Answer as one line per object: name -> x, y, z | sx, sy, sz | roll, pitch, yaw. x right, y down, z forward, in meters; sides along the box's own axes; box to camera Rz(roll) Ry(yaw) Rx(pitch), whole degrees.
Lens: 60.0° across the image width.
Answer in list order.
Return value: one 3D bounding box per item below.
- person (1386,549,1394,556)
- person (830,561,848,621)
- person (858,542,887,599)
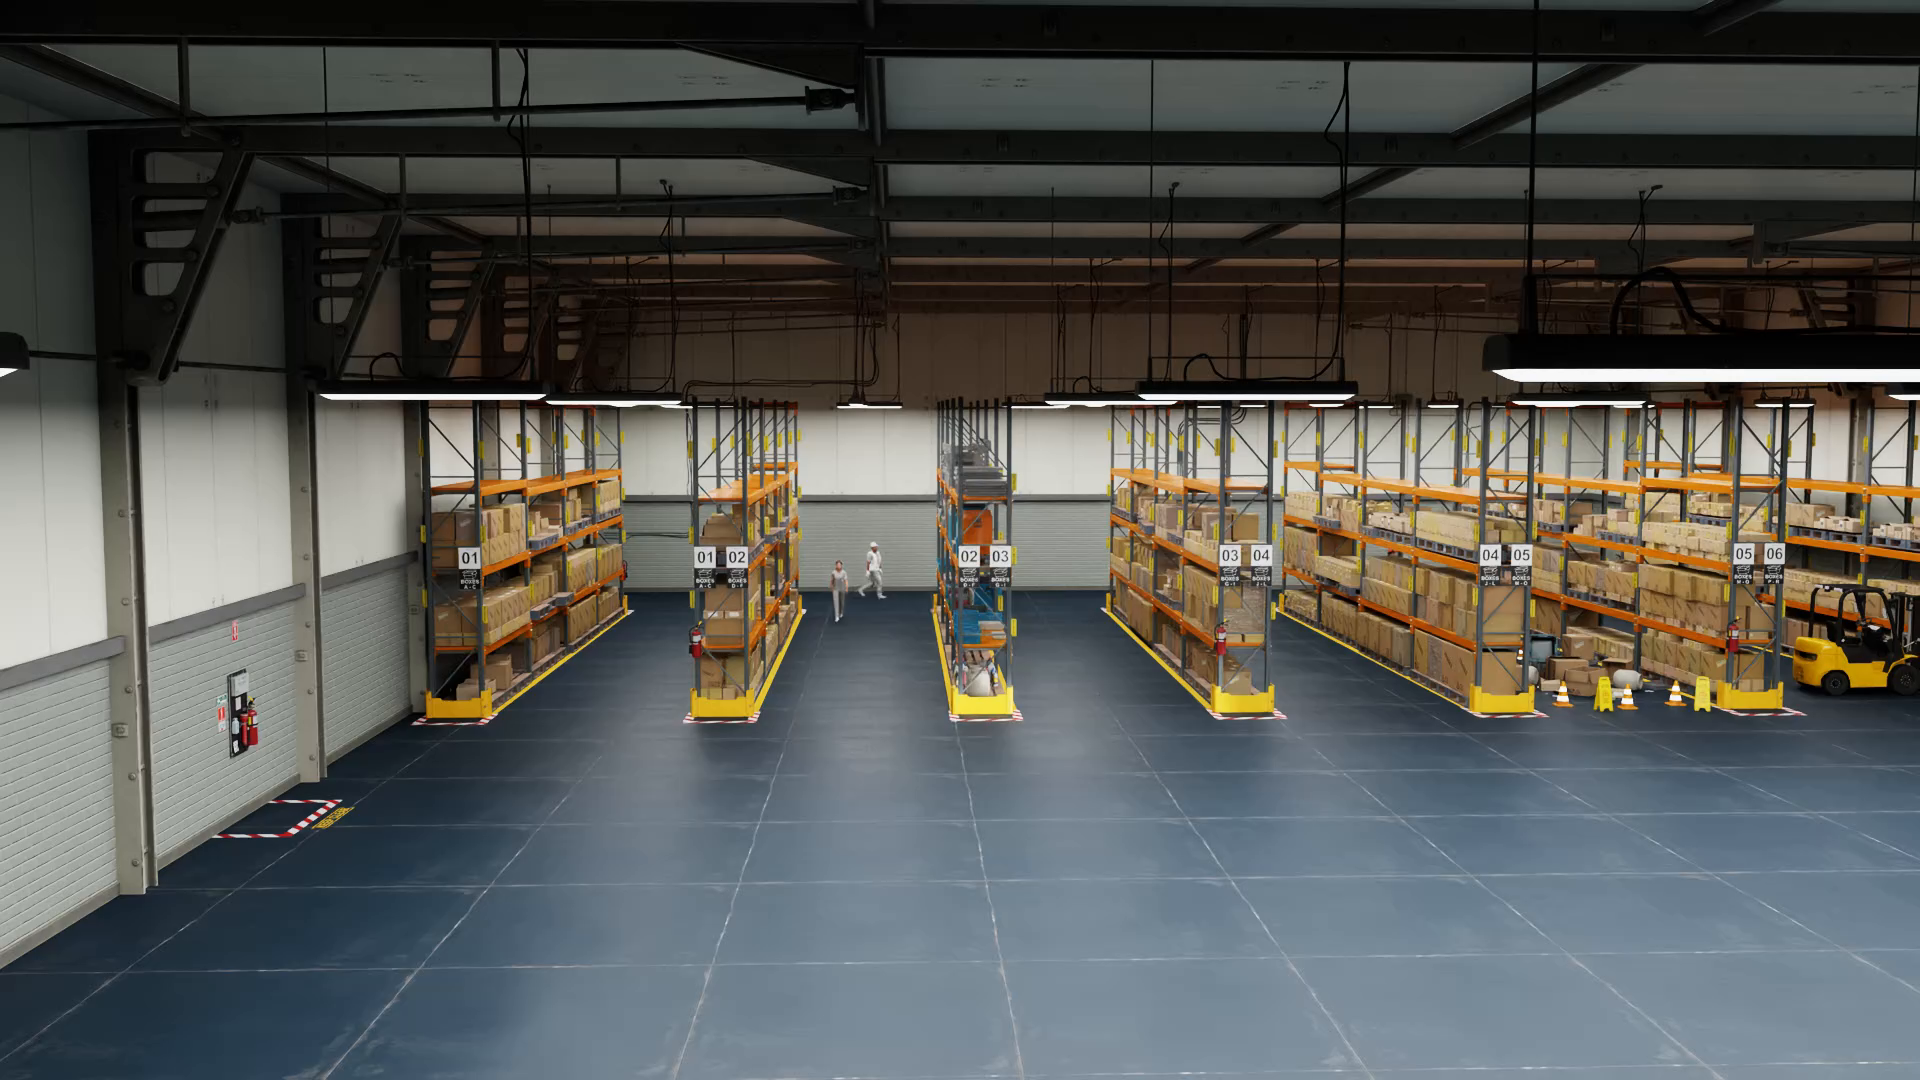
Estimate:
person -> 12.668, 1.078, 48.837 | 1.075, 1.748, 0.507 | 0, 4, -1
person -> -3.315, 1.378, 45.616 | 0.490, 1.610, 1.058 | 0, 4, -5
person -> -2.657, 0.929, 50.753 | 0.963, 1.744, 0.523 | 1, 5, 12
